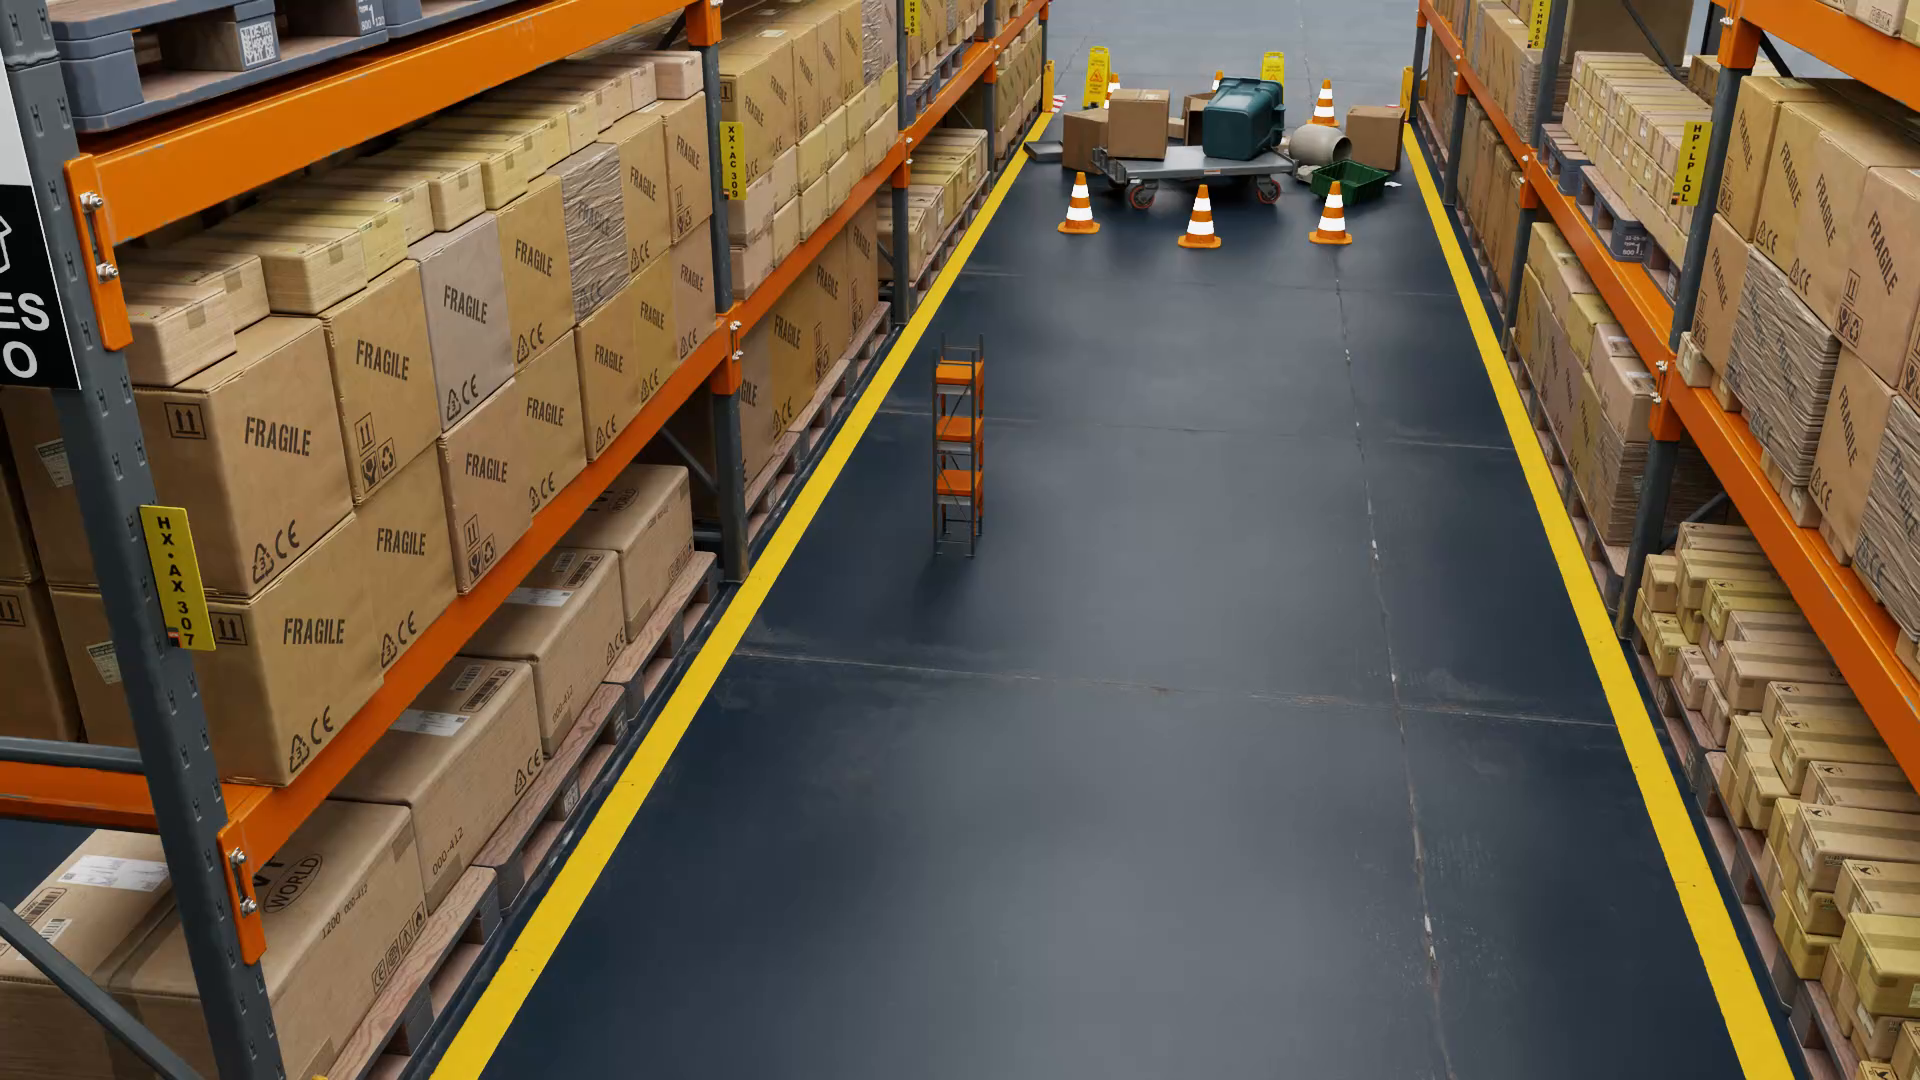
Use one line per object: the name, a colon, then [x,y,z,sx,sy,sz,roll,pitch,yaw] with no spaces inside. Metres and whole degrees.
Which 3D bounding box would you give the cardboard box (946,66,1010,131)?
cardboard box: [0.168,-4.063,15.256,0.500,0.500,0.500,5,26,11]

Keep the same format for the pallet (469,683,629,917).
pallet: [-1.901,0.882,6.116,1.003,0.211,1.213,4,25,9]

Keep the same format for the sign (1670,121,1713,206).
sign: [2.849,-1.465,6.477,0.100,0.325,0.005,4,25,9]

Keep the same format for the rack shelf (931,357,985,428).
rack shelf: [-0.009,-0.701,7.864,0.215,0.259,0.240,4,25,9]

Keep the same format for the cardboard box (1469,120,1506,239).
cardboard box: [4.531,-2.752,12.750,1.050,0.750,0.750,4,25,9]

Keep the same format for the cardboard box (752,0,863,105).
cardboard box: [-0.839,-2.719,9.223,0.500,0.500,0.500,4,25,9]

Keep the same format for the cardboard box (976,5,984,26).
cardboard box: [-0.007,-4.393,13.897,0.380,0.149,0.250,4,25,9]

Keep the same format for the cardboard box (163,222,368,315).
cardboard box: [-1.697,-0.668,4.077,0.380,0.149,0.250,5,26,10]

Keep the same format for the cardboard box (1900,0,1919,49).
cardboard box: [2.795,-1.375,4.287,0.500,0.250,0.500,5,26,11]

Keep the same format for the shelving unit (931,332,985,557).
shelving unit: [-0.009,-0.453,7.980,0.215,1.050,0.252,4,25,9]

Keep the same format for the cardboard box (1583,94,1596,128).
cardboard box: [3.691,-2.375,9.235,0.380,0.149,0.250,3,25,7]

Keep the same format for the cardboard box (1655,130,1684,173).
cardboard box: [3.400,-1.762,7.574,0.380,0.149,0.250,4,25,8]

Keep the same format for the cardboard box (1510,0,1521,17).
cardboard box: [4.464,-4.113,12.202,0.700,0.500,0.500,4,25,9]

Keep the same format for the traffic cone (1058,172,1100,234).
traffic cone: [0.983,-2.786,13.656,0.336,0.463,0.334,4,25,9]

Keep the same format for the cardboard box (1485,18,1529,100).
cardboard box: [4.104,-3.462,11.989,0.500,0.500,0.500,4,25,9]

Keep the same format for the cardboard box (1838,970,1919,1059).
cardboard box: [2.631,1.277,4.500,0.380,0.149,0.250,3,25,6]

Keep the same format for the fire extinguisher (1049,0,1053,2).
fire extinguisher: [0.932,-6.205,18.058,0.296,0.674,0.183,4,25,9]

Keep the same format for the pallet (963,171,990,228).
pallet: [-0.321,-2.962,14.329,1.003,0.211,1.213,4,25,9]

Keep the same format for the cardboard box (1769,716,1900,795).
cardboard box: [2.856,0.709,5.363,0.380,0.149,0.250,4,25,9]

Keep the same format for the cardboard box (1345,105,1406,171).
cardboard box: [3.946,-3.839,15.860,0.500,0.500,0.500,8,26,18]

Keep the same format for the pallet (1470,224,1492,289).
pallet: [4.456,-2.147,12.589,1.003,0.211,1.213,4,25,9]

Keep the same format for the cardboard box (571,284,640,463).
cardboard box: [-1.473,-0.612,5.900,0.500,0.500,0.500,4,25,8]

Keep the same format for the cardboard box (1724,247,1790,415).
cardboard box: [2.994,-0.687,5.711,0.500,0.500,0.500,4,25,9]

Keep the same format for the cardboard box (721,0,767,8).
cardboard box: [-1.342,-2.763,9.317,0.500,0.500,0.500,5,25,10]

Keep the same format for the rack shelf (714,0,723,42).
rack shelf: [-1.176,-3.074,8.589,1.077,0.370,4.000,4,25,9]

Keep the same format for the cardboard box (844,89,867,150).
cardboard box: [-0.821,-2.386,9.396,0.500,0.250,0.500,3,25,7]

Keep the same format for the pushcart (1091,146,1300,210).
pushcart: [2.062,-3.226,14.697,1.648,0.377,0.936,-5,25,-10]

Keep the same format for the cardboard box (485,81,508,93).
cardboard box: [-1.837,-1.665,6.205,0.380,0.149,0.250,4,25,8]

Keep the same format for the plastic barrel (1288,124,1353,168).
plastic barrel: [3.377,-3.664,15.578,0.421,0.421,0.512,-20,32,-36]

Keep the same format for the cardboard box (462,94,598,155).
cardboard box: [-1.469,-1.425,5.694,0.380,0.149,0.250,4,25,8]

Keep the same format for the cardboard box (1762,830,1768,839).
cardboard box: [2.881,0.987,5.470,0.380,0.149,0.250,5,25,10]

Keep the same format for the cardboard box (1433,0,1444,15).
cardboard box: [5.059,-5.376,16.019,0.875,0.550,0.550,4,25,9]

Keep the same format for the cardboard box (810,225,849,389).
cardboard box: [-1.194,-1.450,9.820,0.875,0.875,0.875,4,25,9]

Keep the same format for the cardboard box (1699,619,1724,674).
cardboard box: [3.065,0.408,6.357,0.380,0.149,0.250,4,25,8]

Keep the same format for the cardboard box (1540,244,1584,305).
cardboard box: [3.617,-1.491,9.466,0.500,0.250,0.500,4,25,8]

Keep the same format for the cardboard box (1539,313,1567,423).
cardboard box: [3.526,-0.931,9.155,0.500,0.500,0.500,3,25,7]

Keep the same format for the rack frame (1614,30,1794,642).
rack frame: [3.397,-0.904,6.643,1.000,3.000,0.127,4,25,9]

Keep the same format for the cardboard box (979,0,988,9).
cardboard box: [-0.044,-4.712,13.814,0.500,0.500,0.500,4,25,8]

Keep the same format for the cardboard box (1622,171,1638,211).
cardboard box: [3.477,-1.705,8.156,0.380,0.149,0.250,5,26,11]

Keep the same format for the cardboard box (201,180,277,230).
cardboard box: [-2.124,-0.916,4.607,0.380,0.149,0.250,4,25,8]

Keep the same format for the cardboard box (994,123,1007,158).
cardboard box: [0.168,-3.724,15.415,0.500,0.250,0.500,3,25,6]

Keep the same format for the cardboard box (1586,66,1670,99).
cardboard box: [3.699,-2.528,9.212,0.380,0.149,0.250,4,25,8]

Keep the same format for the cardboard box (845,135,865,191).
cardboard box: [-0.842,-2.156,9.495,0.500,0.250,0.500,4,25,8]

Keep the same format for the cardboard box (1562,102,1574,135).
cardboard box: [3.779,-2.480,9.812,0.380,0.149,0.250,4,25,8]

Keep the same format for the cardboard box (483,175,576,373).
cardboard box: [-1.562,-0.852,5.235,0.500,0.500,0.500,4,25,9]

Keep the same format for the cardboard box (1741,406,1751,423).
cardboard box: [3.067,-0.466,6.004,0.380,0.149,0.250,3,25,6]

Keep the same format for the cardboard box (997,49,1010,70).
cardboard box: [0.247,-4.405,15.221,0.380,0.149,0.250,4,25,9]

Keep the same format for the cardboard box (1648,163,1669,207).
cardboard box: [3.393,-1.624,7.631,0.380,0.149,0.250,3,25,7]

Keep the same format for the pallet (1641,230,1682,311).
pallet: [3.666,-1.127,7.345,1.003,0.211,1.213,4,25,9]

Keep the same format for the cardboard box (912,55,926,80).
cardboard box: [-0.443,-3.304,11.572,0.380,0.149,0.250,2,25,5]

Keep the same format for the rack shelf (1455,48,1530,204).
rack shelf: [4.378,-3.088,12.157,1.077,0.370,4.000,4,25,9]
